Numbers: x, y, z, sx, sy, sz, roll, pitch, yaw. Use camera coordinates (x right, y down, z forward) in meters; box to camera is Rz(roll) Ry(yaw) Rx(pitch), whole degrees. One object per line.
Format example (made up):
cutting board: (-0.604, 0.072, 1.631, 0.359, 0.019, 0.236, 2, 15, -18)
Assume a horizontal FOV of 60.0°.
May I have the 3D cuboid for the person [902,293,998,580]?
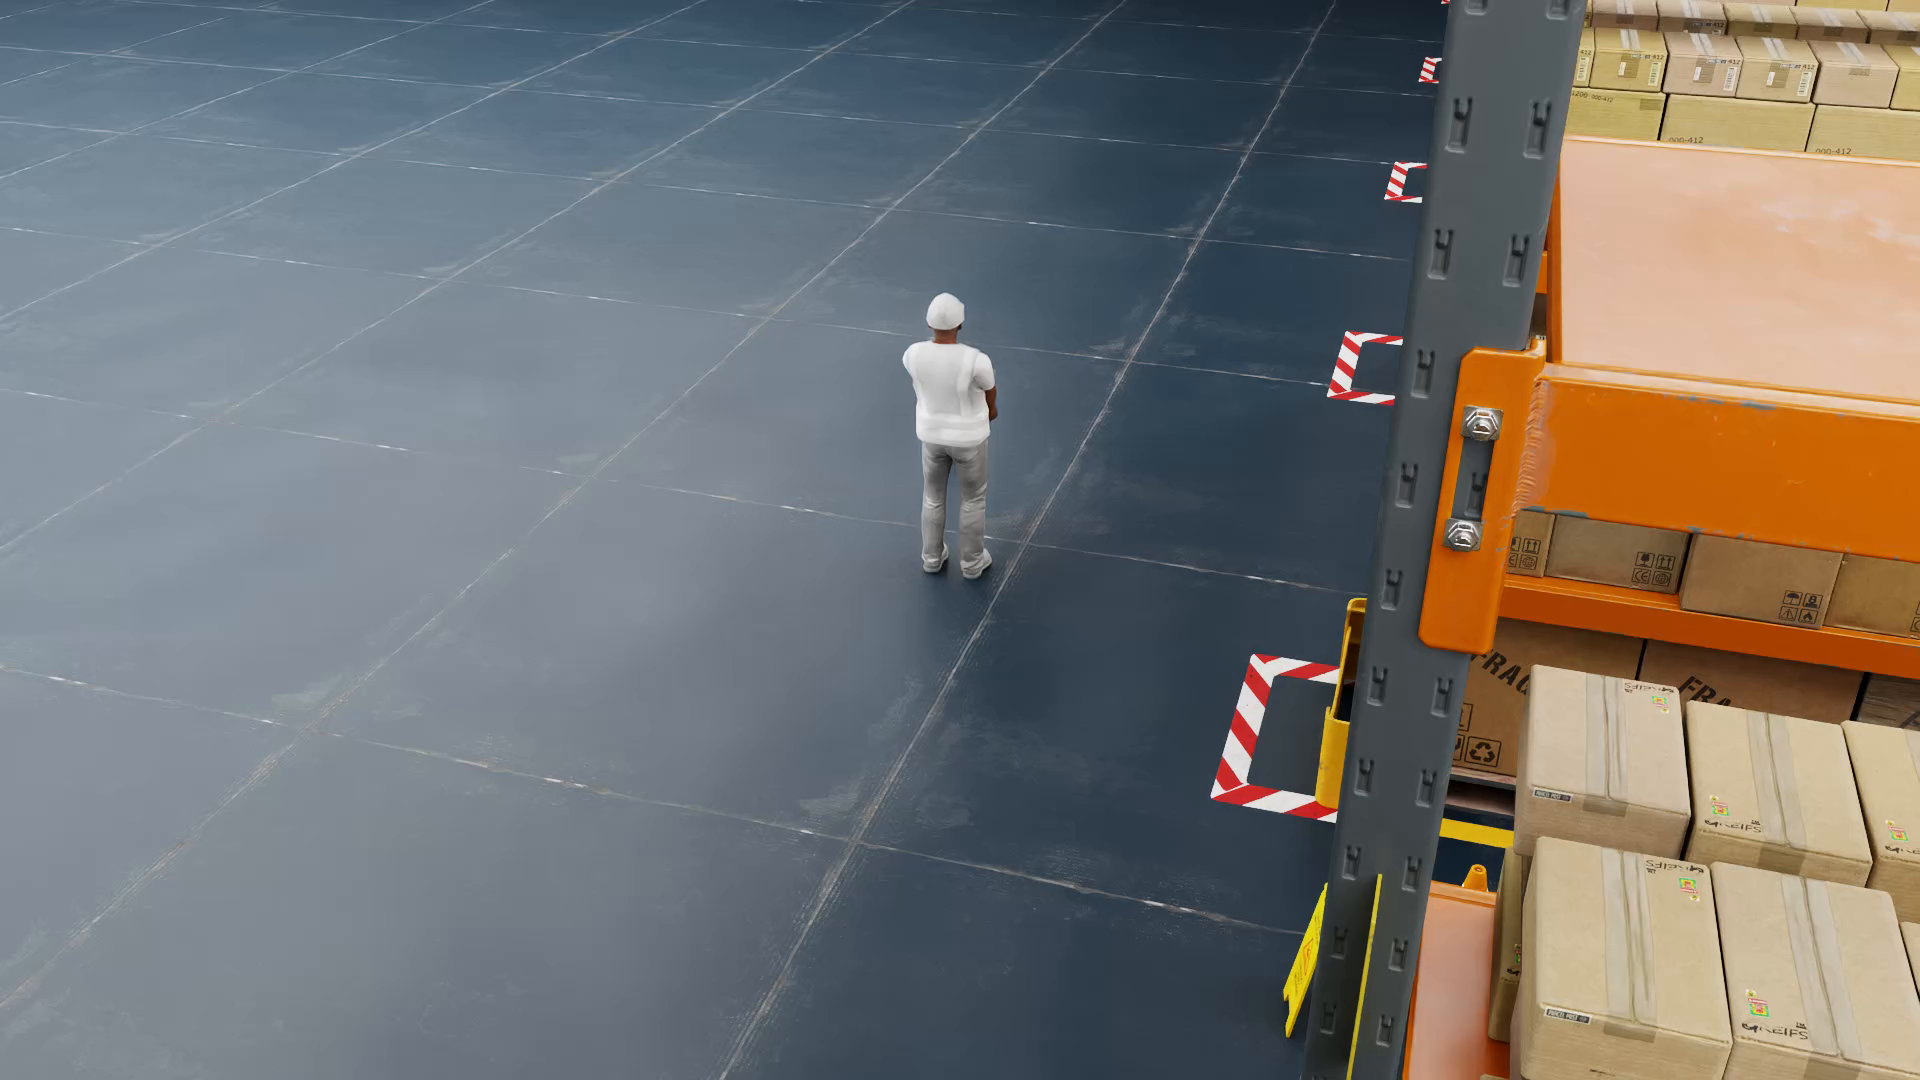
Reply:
person: (-0.025, -0.642, 9.646, 0.503, 1.760, 0.577, 9, 30, 16)
